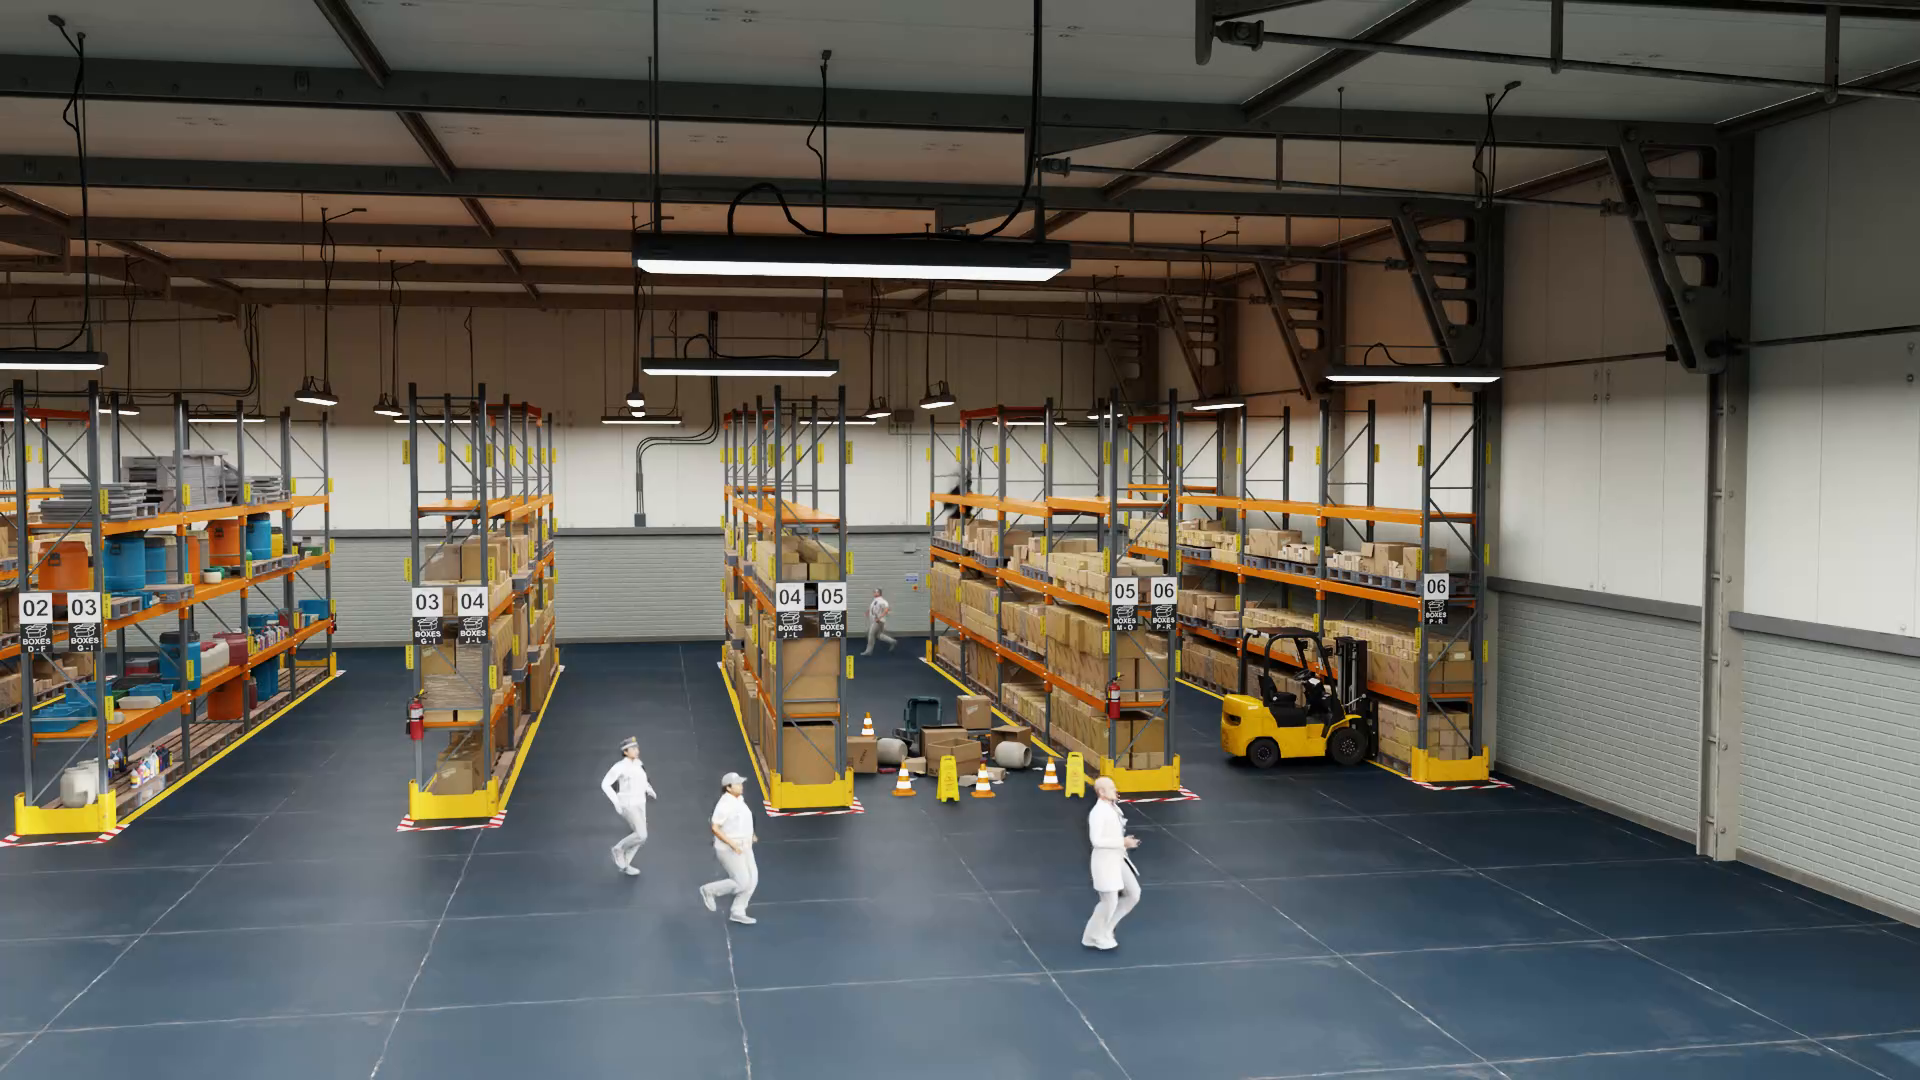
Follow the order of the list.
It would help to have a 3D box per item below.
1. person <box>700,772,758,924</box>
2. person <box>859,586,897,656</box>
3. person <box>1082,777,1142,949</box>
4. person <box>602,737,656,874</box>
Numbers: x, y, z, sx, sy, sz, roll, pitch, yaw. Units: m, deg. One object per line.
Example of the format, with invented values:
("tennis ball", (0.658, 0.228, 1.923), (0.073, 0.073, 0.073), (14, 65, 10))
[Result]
("person", (-2.467, 3.295, 17.823), (0.584, 1.628, 0.609), (1, 3, 14))
("person", (-2.022, 2.026, 41.530), (0.976, 1.742, 0.685), (-1, 3, -12))
("person", (1.560, 3.273, 16.779), (0.673, 1.762, 0.691), (1, 3, 26))
("person", (-3.878, 3.167, 19.828), (0.545, 1.653, 0.615), (1, 3, 27))
